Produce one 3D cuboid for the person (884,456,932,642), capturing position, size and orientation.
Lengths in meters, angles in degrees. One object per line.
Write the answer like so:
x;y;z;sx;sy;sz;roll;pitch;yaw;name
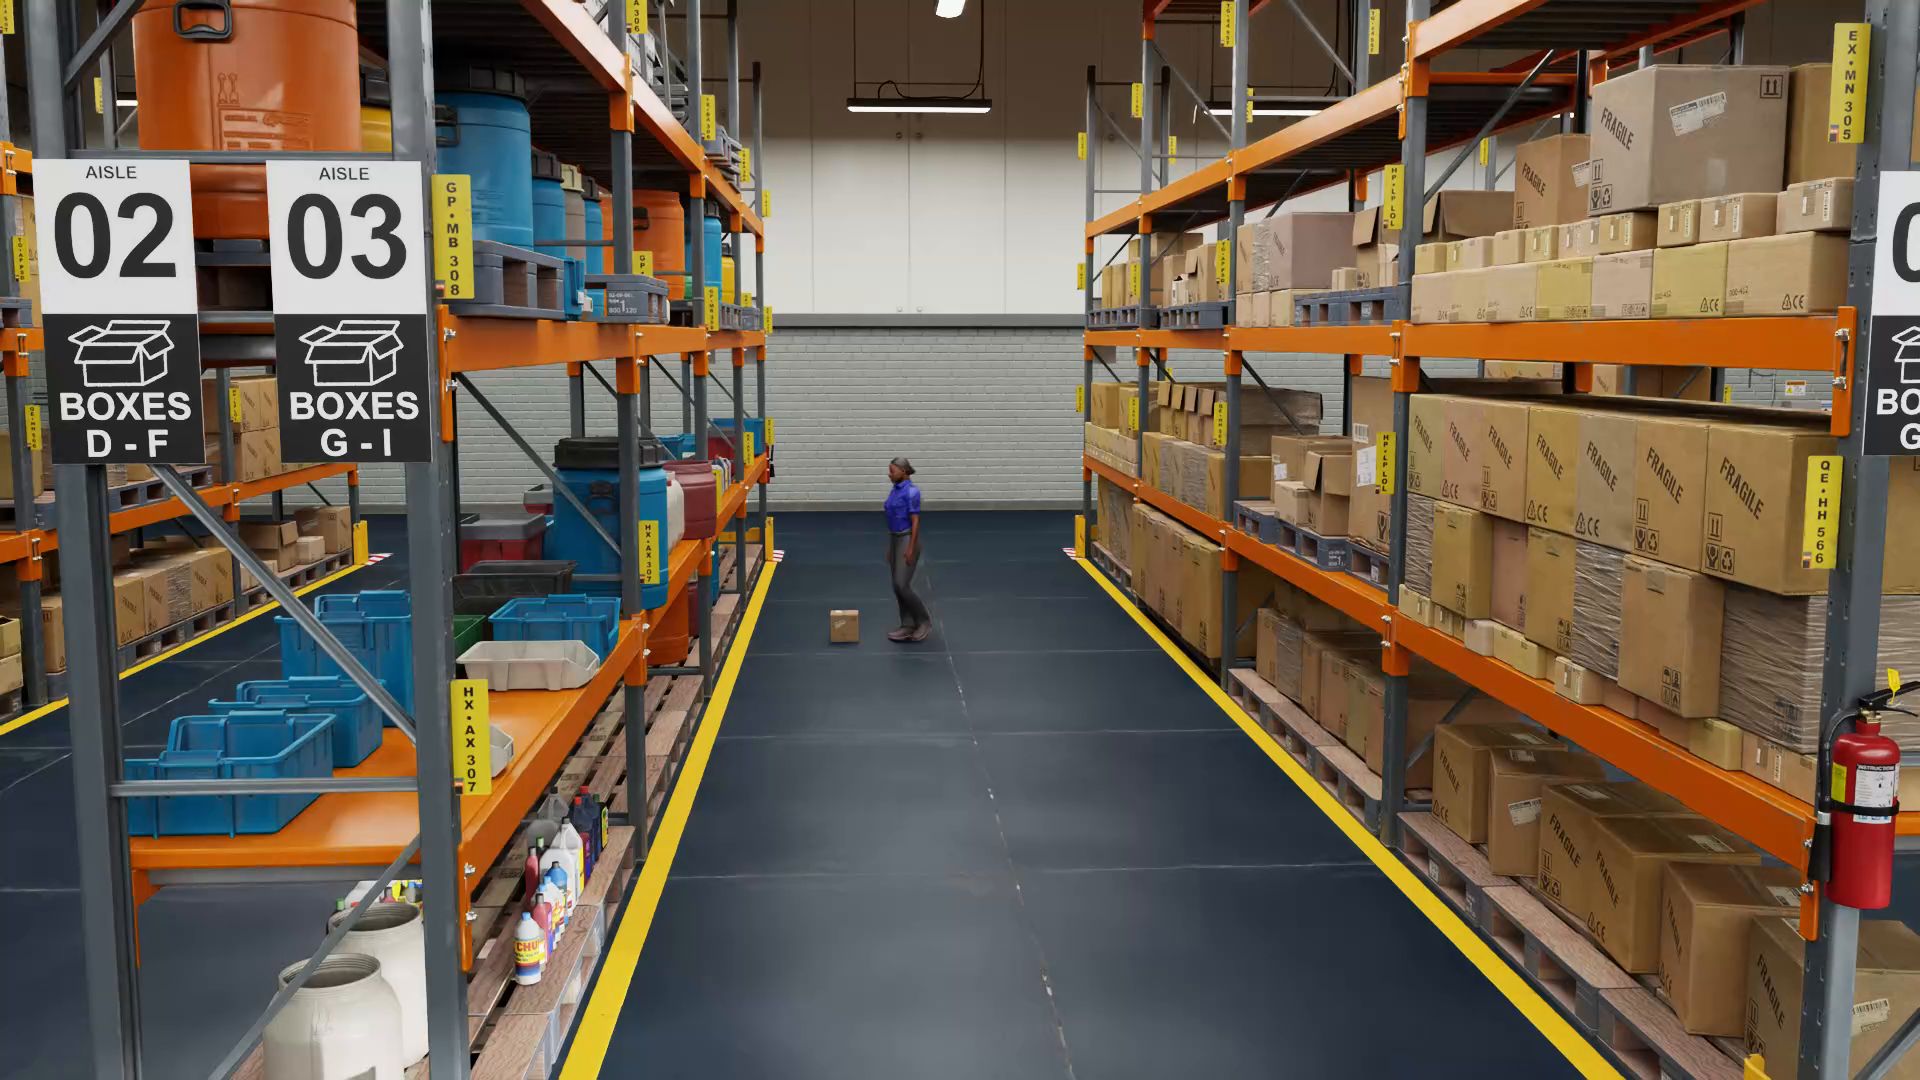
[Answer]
-0.477;0.072;15.073;0.409;1.660;0.482;-3;8;-25;person
